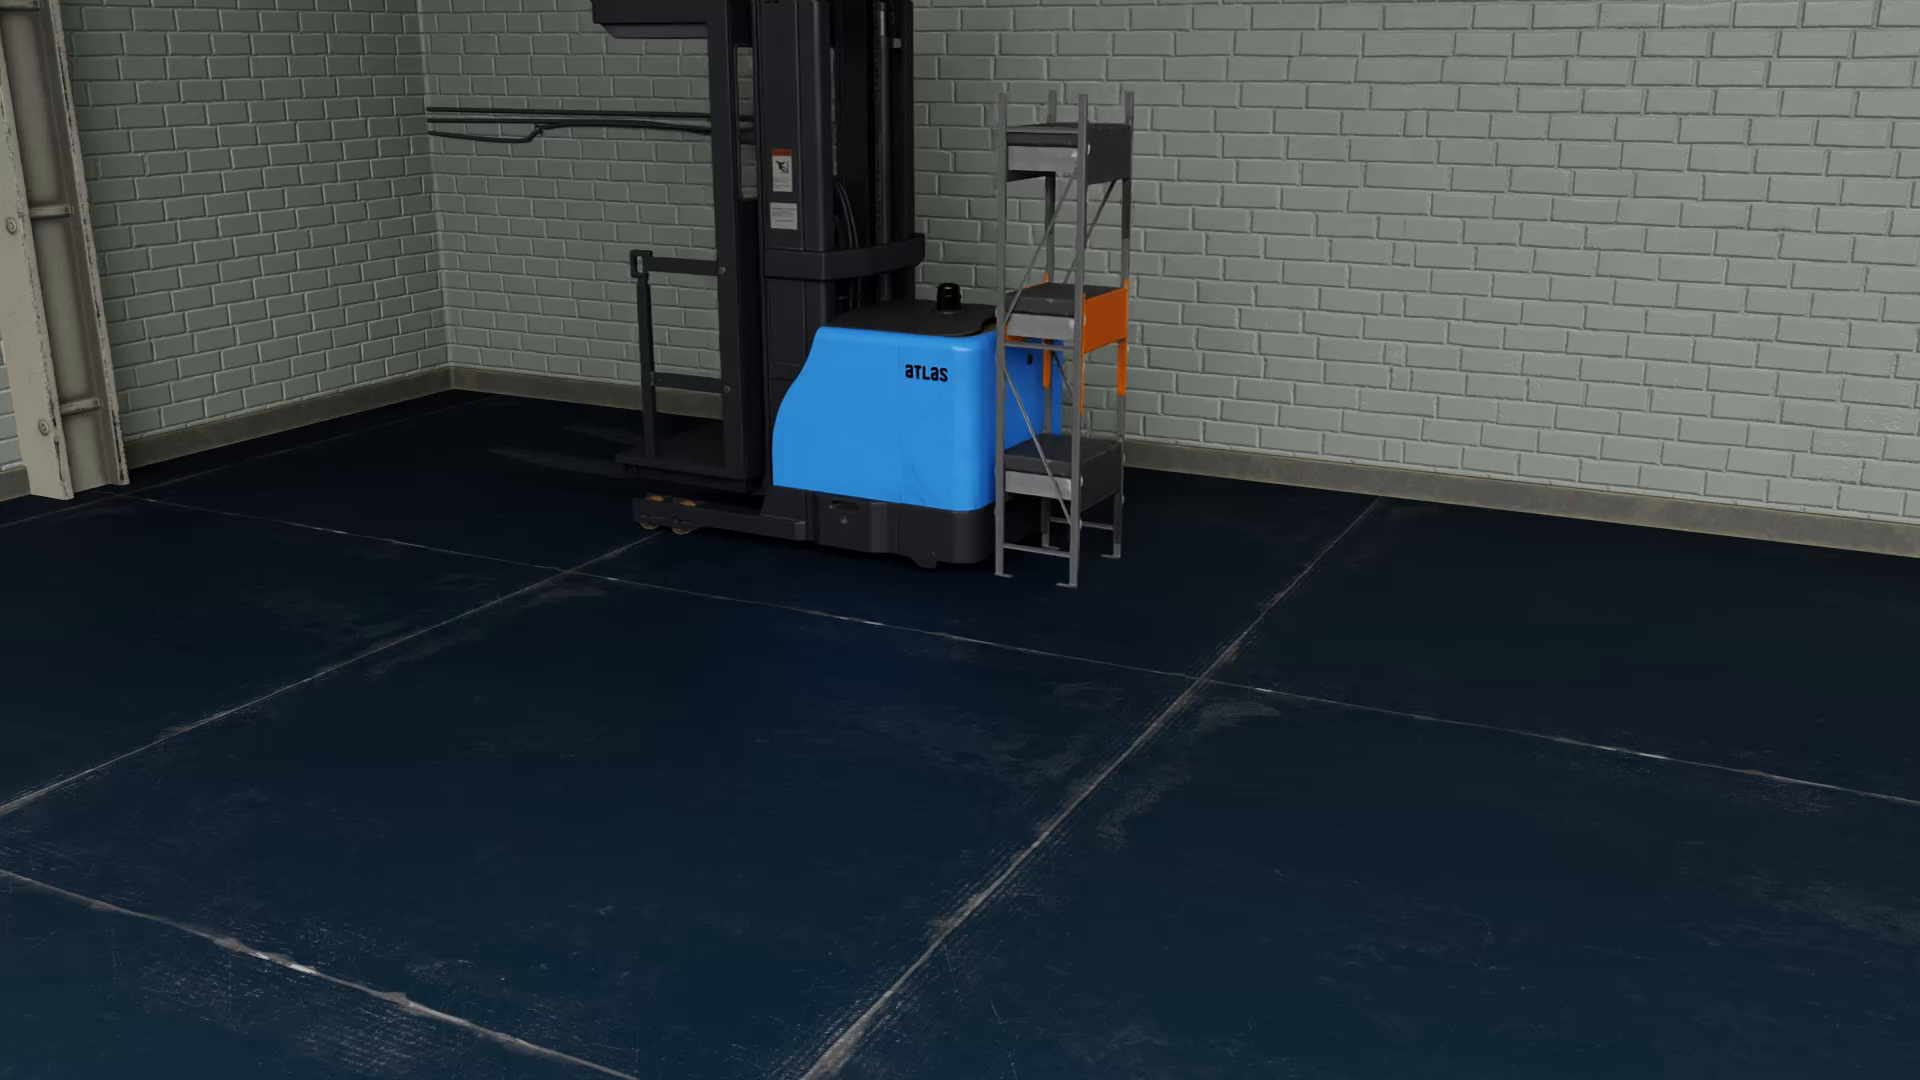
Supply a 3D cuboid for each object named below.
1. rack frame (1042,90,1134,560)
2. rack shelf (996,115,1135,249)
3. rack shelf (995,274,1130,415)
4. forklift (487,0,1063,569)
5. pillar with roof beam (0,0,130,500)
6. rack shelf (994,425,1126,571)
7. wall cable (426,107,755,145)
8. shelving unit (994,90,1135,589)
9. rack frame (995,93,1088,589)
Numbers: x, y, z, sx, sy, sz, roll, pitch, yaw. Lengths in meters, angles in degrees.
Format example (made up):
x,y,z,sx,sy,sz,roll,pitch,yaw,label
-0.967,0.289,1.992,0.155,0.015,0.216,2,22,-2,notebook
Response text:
x,y,z,sx,sy,sz,roll,pitch,yaw,label
0.568,-0.944,7.516,0.400,2.100,0.015,9,19,27,rack frame
0.453,-1.541,7.114,0.431,0.518,0.480,9,19,27,rack shelf
0.453,-0.870,7.314,0.431,0.518,0.480,9,19,27,rack shelf
-1.035,-1.553,8.104,3.031,2.935,1.130,9,19,27,forklift
-0.896,-4.046,5.841,9.100,9.000,0.400,8,18,25,pillar with roof beam
0.453,-0.199,7.513,0.431,0.518,0.480,9,19,27,rack shelf
-2.248,-3.687,10.087,3.097,2.526,0.112,8,18,25,wall cable
0.453,-0.883,7.310,0.431,2.100,0.503,9,19,27,shelving unit
0.337,-0.822,7.104,0.400,2.100,0.015,9,19,27,rack frame
